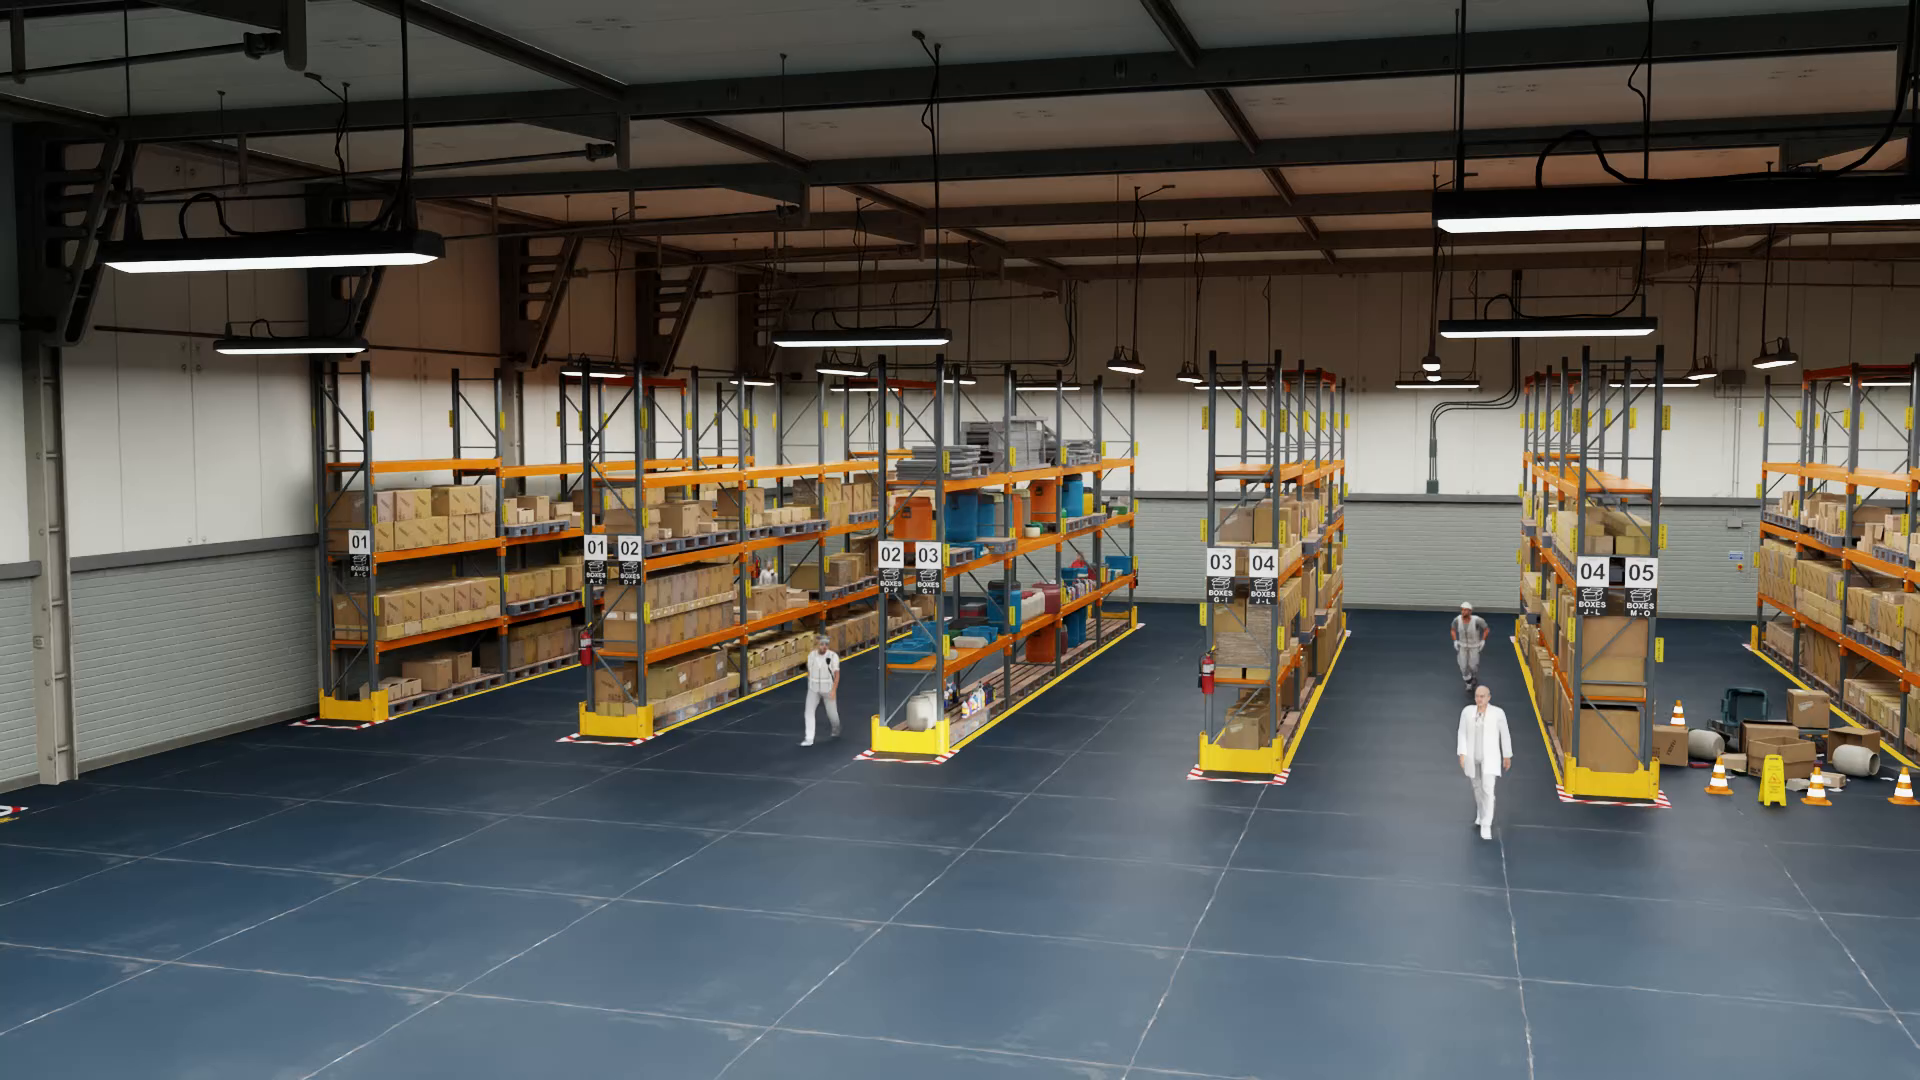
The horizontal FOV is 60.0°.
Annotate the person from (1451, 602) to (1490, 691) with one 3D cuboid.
[{"bbox_3d":[9.420,1.971,30.728,0.697,1.686,0.633,2,5,25],"label":"person"}]

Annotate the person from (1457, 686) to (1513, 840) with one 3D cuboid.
[{"bbox_3d":[6.385,2.680,20.324,0.622,1.804,0.869,3,5,39],"label":"person"}]

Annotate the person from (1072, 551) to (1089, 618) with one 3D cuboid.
[{"bbox_3d":[2.993,1.123,42.239,0.828,1.693,0.521,3,5,37],"label":"person"}]

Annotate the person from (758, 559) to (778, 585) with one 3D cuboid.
[{"bbox_3d":[-4.678,1.260,40.761,0.483,1.614,1.049,1,4,15],"label":"person"}]

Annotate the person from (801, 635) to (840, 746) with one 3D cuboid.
[{"bbox_3d":[-2.147,2.305,25.896,0.550,1.699,1.044,0,4,3],"label":"person"}]
